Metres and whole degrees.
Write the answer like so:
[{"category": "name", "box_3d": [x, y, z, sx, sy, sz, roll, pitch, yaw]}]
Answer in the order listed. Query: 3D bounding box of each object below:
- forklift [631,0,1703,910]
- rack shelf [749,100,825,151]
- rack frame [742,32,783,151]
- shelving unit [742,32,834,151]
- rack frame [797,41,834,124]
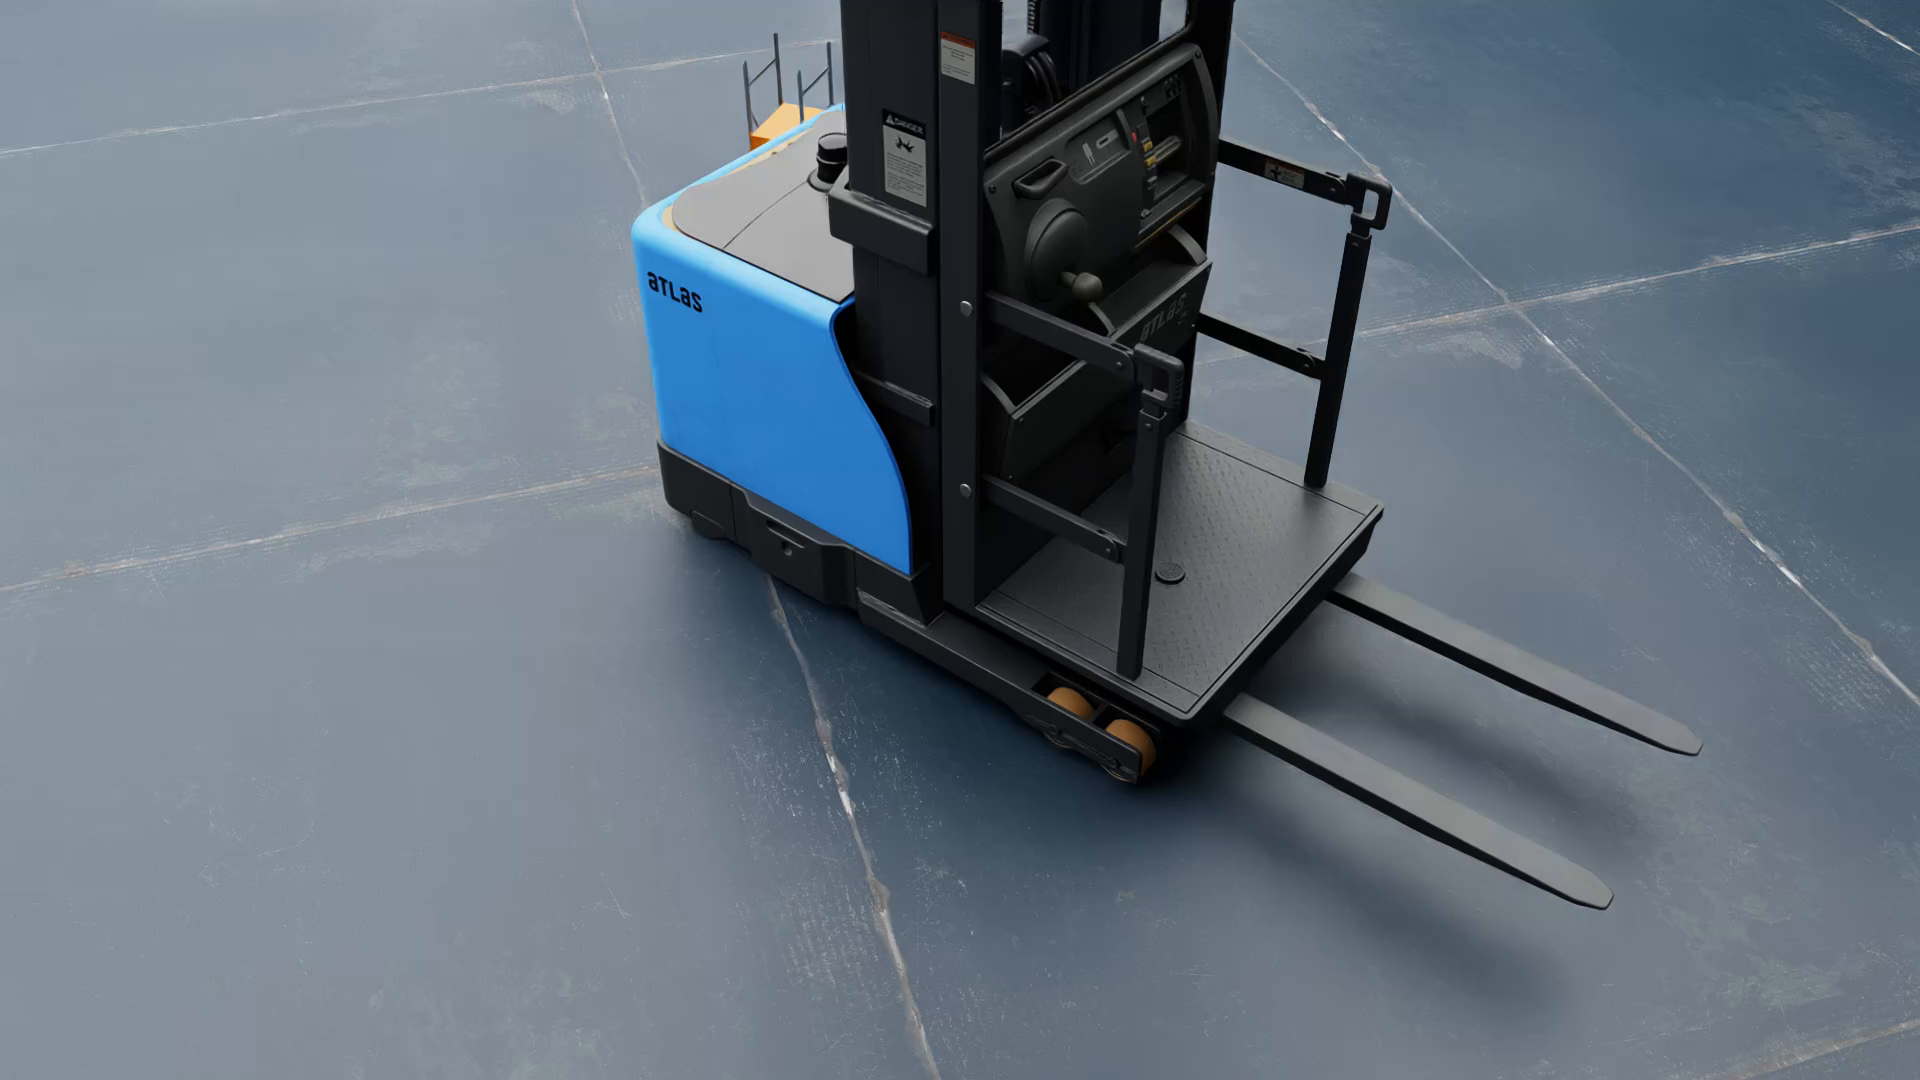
[{"category": "forklift", "box_3d": [0.531, -0.850, 3.996, 3.031, 2.935, 1.130, 27, 48, 28]}, {"category": "rack shelf", "box_3d": [-0.537, -1.299, 5.346, 0.180, 0.103, 0.258, 14, 43, 15]}, {"category": "rack frame", "box_3d": [-0.623, -1.083, 5.578, 0.006, 1.200, 0.240, 14, 43, 15]}, {"category": "shelving unit", "box_3d": [-0.537, -1.062, 5.553, 0.189, 1.200, 0.258, 14, 43, 15]}, {"category": "rack frame", "box_3d": [-0.451, -1.040, 5.529, 0.006, 1.200, 0.240, 14, 43, 15]}]
